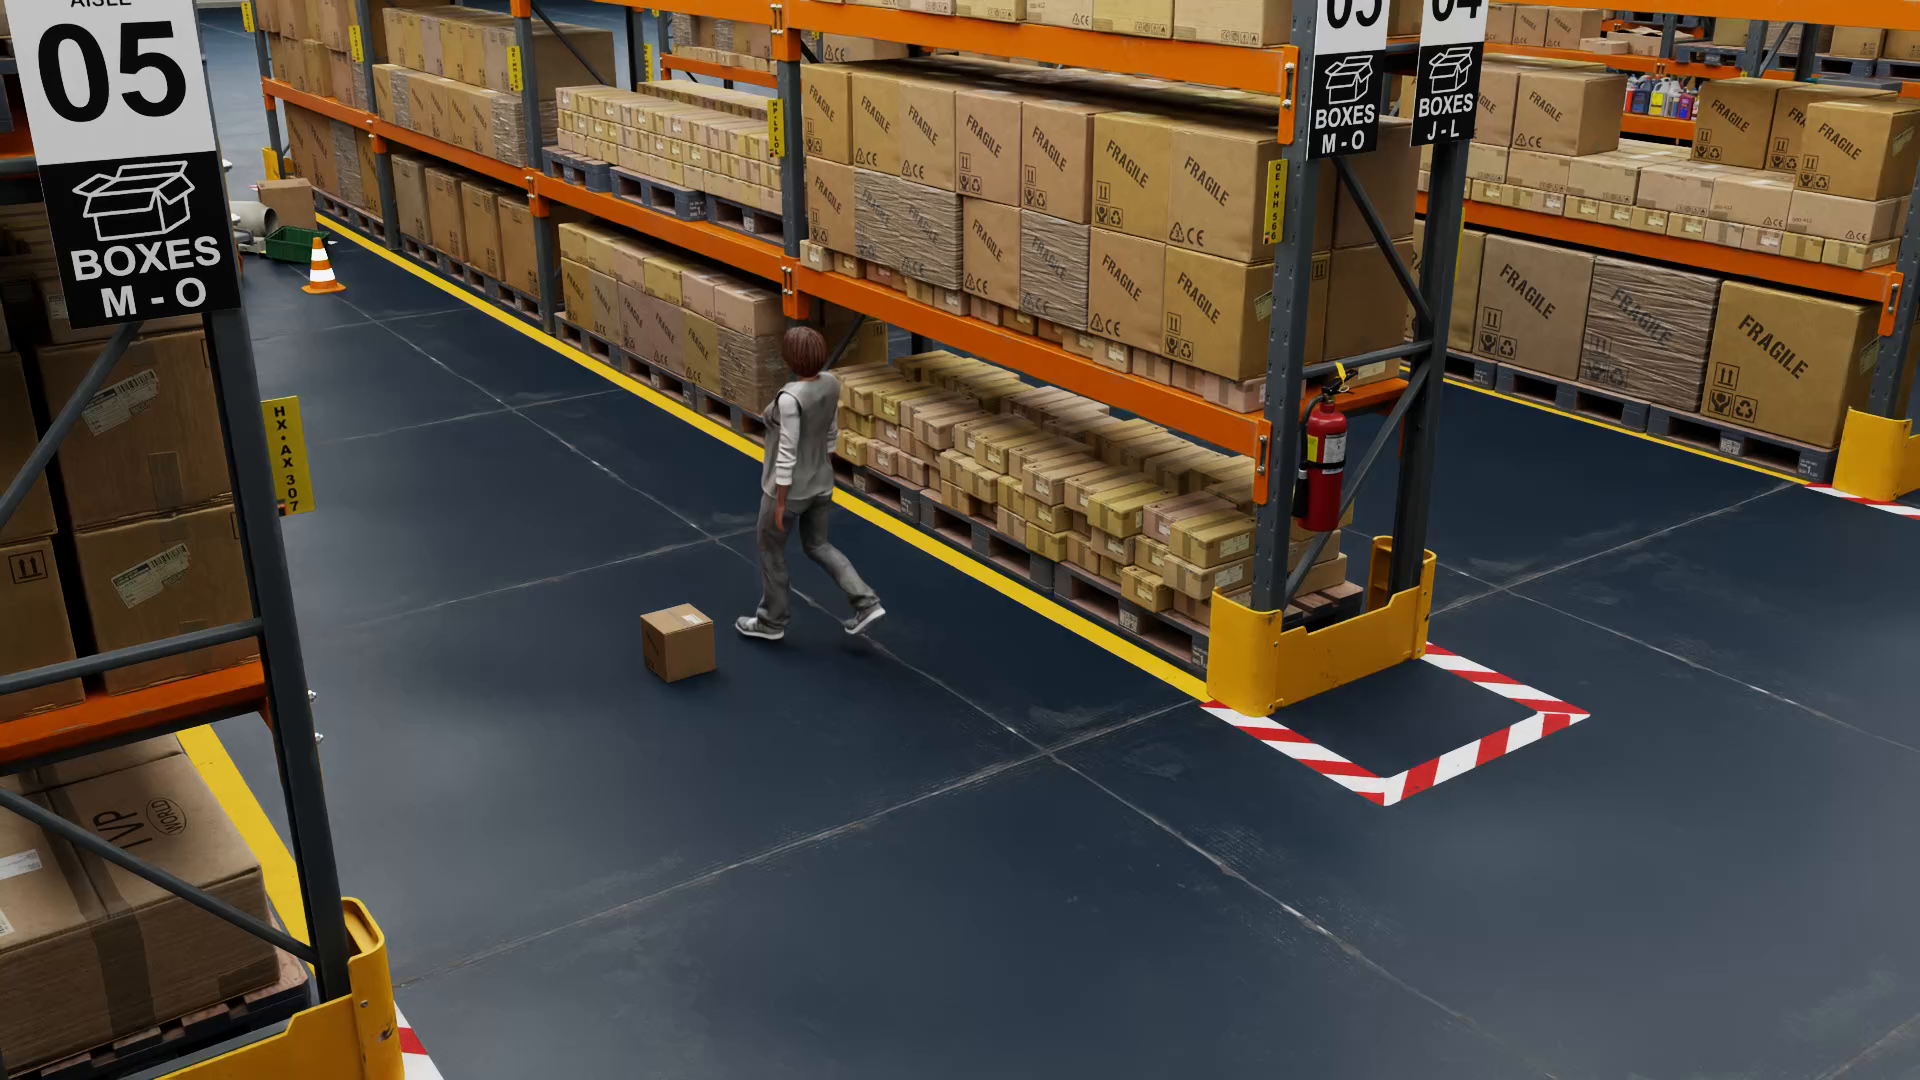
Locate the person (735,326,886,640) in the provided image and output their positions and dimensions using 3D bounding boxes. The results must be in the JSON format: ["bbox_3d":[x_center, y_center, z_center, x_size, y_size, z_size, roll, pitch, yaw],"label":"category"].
[{"bbox_3d":[-0.726,-0.237,7.674,0.782,1.568,0.425,15,26,33],"label":"person"}]
